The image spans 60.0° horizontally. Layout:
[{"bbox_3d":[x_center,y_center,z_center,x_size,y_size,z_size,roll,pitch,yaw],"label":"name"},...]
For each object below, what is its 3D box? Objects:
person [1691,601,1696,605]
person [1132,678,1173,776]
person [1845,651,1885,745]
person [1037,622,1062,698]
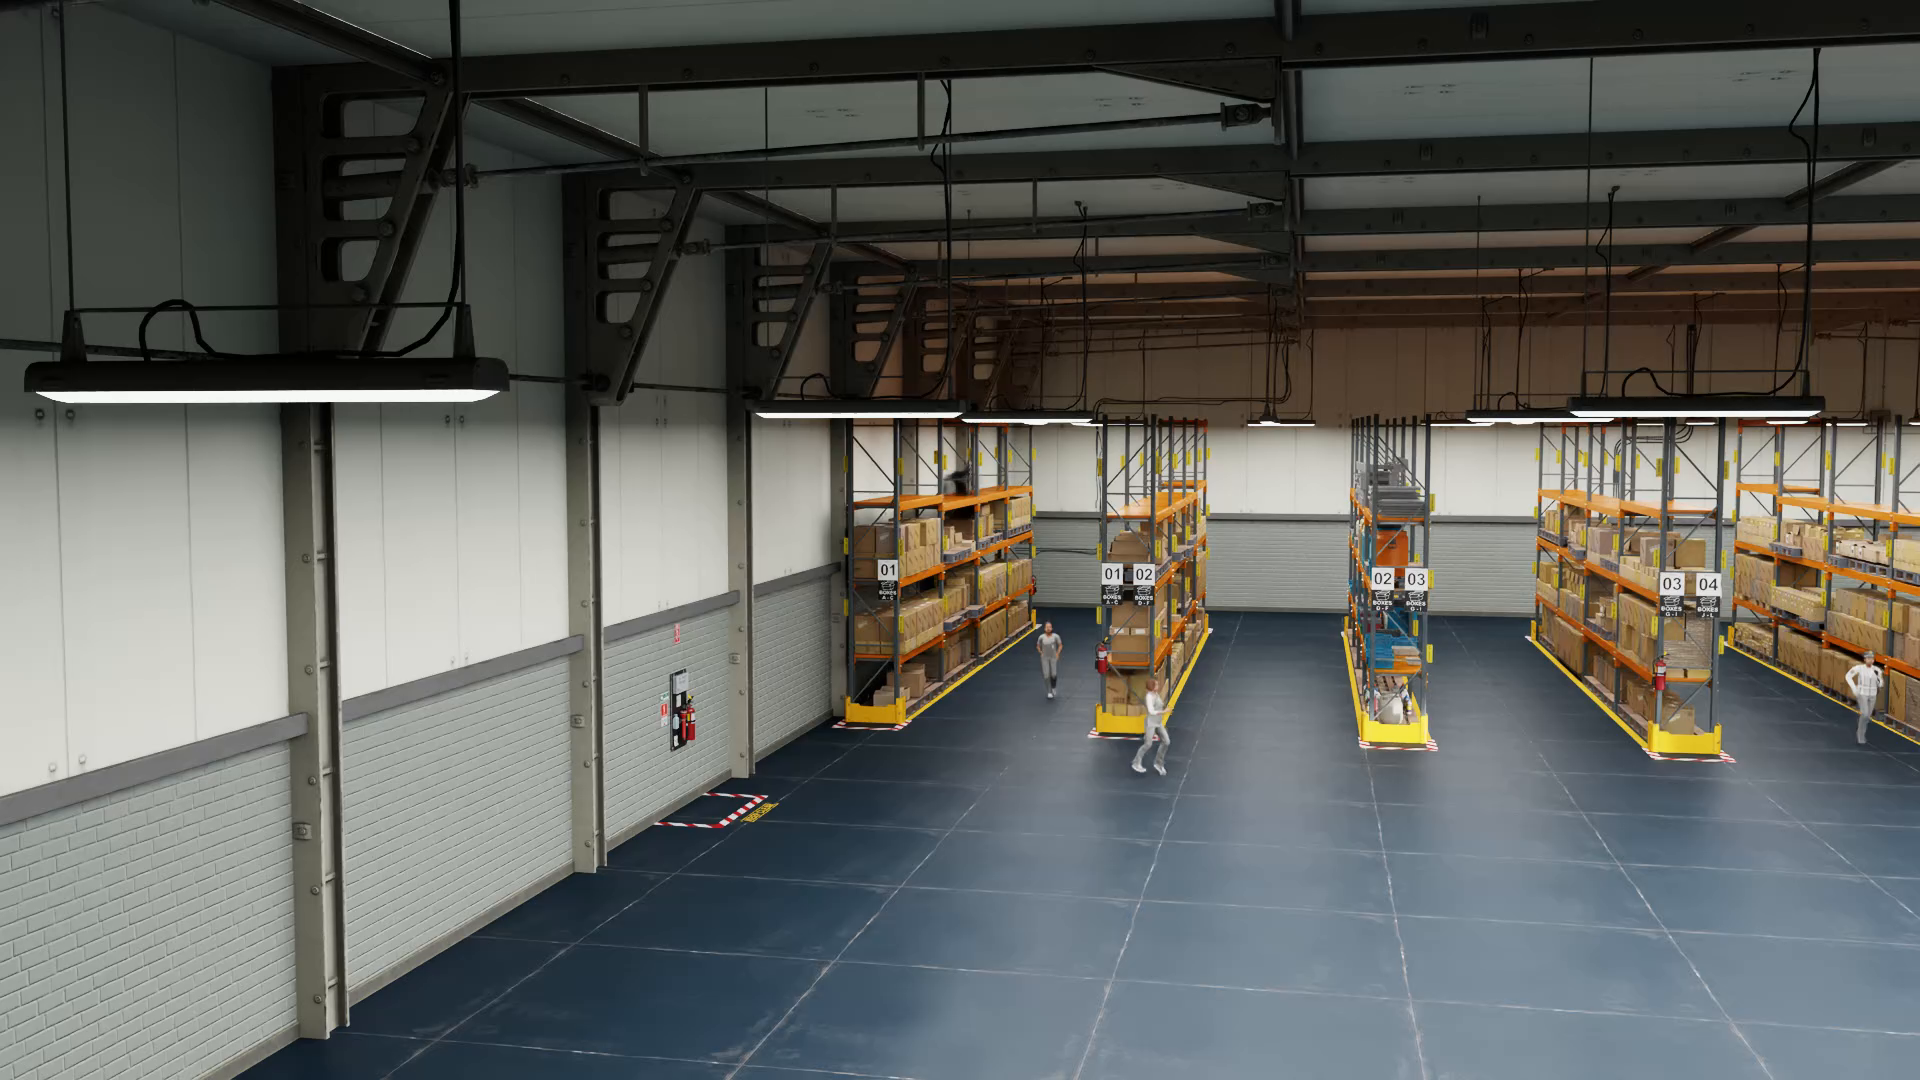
[{"bbox_3d":[20.016,1.880,45.105,0.610,1.677,0.780,-1,4,-19],"label":"person"},{"bbox_3d":[3.194,3.096,27.480,0.699,1.644,0.520,2,4,31],"label":"person"},{"bbox_3d":[16.525,2.870,30.307,0.588,1.732,0.715,0,4,5],"label":"person"},{"bbox_3d":[1.897,2.550,35.308,0.539,1.626,0.541,0,4,5],"label":"person"}]
